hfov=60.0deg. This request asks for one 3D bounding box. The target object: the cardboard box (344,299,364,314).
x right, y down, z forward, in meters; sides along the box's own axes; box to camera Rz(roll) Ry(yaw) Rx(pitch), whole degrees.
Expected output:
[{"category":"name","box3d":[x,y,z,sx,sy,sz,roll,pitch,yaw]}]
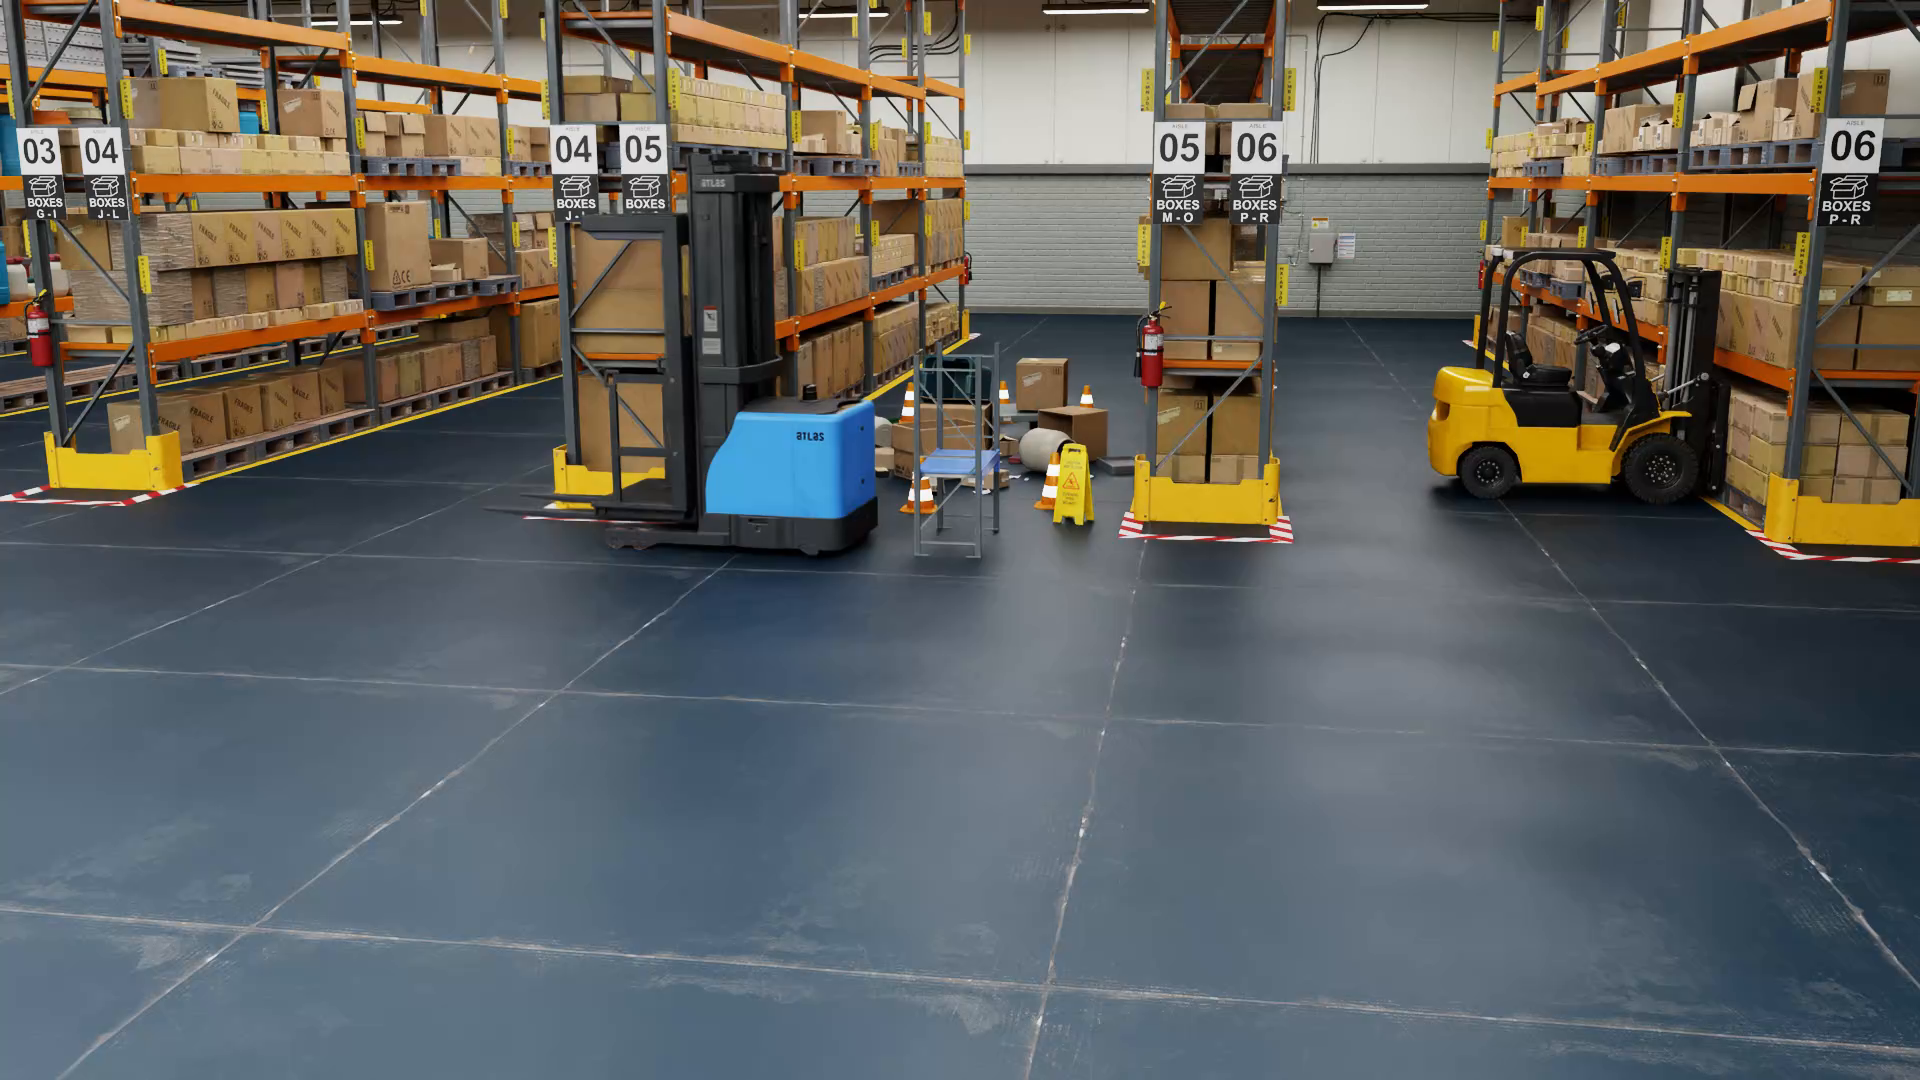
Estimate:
[{"category":"cardboard box","box3d":[-6.895,-2.604,18.551,0.380,0.149,0.250,2,12,9]}]

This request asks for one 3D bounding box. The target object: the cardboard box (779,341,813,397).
[{"category":"cardboard box","box3d":[-2.260,-1.837,18.739,1.050,0.750,0.750,2,12,8]}]

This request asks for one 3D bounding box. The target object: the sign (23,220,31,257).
[{"category":"sign","box3d":[-8.313,-2.691,14.860,0.100,0.325,0.005,2,12,9]}]

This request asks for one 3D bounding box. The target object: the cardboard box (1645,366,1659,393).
[{"category":"cardboard box","box3d":[7.614,-1.453,17.255,0.875,0.625,0.625,2,12,11]}]

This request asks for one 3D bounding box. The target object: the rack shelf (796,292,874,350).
[{"category":"rack shelf","box3d":[-1.959,-2.664,19.940,1.077,0.370,4.000,2,12,9]}]

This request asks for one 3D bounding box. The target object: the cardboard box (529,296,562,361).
[{"category":"cardboard box","box3d":[-6.266,-3.108,24.343,1.225,0.875,0.875,2,12,9]}]

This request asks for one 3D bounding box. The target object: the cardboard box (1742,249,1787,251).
[{"category":"cardboard box","box3d":[7.794,-2.735,16.079,0.380,0.149,0.250,2,12,9]}]

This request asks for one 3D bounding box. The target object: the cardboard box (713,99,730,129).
[{"category":"cardboard box","box3d":[-2.400,-3.862,15.088,0.500,0.250,0.500,2,12,8]}]

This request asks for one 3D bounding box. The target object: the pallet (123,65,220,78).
[{"category":"pallet","box3d":[-11.290,-6.568,23.506,1.213,0.211,1.003,2,12,9]}]

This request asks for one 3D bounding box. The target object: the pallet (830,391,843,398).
[{"category":"pallet","box3d":[-2.037,-1.654,20.165,1.003,0.211,1.213,2,12,9]}]

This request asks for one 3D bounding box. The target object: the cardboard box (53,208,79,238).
[{"category":"cardboard box","box3d":[-15.359,-5.394,28.293,0.500,0.500,0.500,2,12,10]}]

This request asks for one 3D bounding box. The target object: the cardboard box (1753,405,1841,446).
[{"category":"cardboard box","box3d":[6.692,-0.923,13.311,0.500,0.250,0.500,2,12,11]}]

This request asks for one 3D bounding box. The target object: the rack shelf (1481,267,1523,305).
[{"category":"rack shelf","box3d":[9.083,-4.029,26.278,1.077,0.370,4.000,2,12,9]}]

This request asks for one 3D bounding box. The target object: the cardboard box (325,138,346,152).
[{"category":"cardboard box","box3d":[-6.917,-4.292,18.076,0.380,0.149,0.250,2,12,10]}]

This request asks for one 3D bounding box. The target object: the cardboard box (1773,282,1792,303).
[{"category":"cardboard box","box3d":[6.716,-1.968,13.229,0.380,0.149,0.250,2,12,10]}]

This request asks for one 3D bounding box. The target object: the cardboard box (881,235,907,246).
[{"category":"cardboard box","box3d":[-0.988,-4.438,24.654,0.380,0.149,0.250,1,12,7]}]

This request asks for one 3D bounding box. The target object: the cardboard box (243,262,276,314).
[{"category":"cardboard box","box3d":[-7.489,-2.570,16.856,0.875,0.500,0.500,2,12,9]}]

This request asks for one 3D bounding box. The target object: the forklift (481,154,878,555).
[{"category":"forklift","box3d":[-2.227,-1.459,12.807,3.031,2.935,1.130,3,12,13]}]

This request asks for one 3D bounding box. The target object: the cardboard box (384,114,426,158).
[{"category":"cardboard box","box3d":[-6.838,-4.794,19.754,0.797,0.503,0.637,2,12,11]}]

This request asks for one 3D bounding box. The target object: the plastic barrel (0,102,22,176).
[{"category":"plastic barrel","box3d":[-11.981,-5.038,20.939,0.600,0.901,0.708,2,12,9]}]

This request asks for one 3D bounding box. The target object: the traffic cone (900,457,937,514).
[{"category":"traffic cone","box3d":[-0.333,-0.483,14.137,0.336,0.463,0.334,2,12,9]}]

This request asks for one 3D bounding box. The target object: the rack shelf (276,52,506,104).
[{"category":"rack shelf","box3d":[-6.845,-5.582,20.194,1.077,0.370,4.000,2,12,9]}]

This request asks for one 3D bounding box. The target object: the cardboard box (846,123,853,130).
[{"category":"cardboard box","box3d":[-1.669,-5.682,23.064,0.396,0.266,0.258,2,12,9]}]

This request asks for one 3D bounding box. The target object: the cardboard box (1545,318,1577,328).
[{"category":"cardboard box","box3d":[8.434,-3.028,23.319,0.380,0.149,0.250,2,12,8]}]

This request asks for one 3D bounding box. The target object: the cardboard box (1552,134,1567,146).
[{"category":"cardboard box","box3d":[8.117,-5.337,22.176,0.380,0.149,0.250,2,12,9]}]

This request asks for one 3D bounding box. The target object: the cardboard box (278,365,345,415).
[{"category":"cardboard box","box3d":[-7.253,-1.682,18.615,0.500,0.500,0.500,1,12,7]}]

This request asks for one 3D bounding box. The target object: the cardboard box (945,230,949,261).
[{"category":"cardboard box","box3d":[-0.476,-4.873,27.541,0.500,0.500,0.500,3,12,11]}]

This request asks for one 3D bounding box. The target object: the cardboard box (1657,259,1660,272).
[{"category":"cardboard box","box3d":[7.490,-2.847,17.308,0.380,0.149,0.250,2,12,9]}]

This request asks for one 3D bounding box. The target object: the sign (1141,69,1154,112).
[{"category":"sign","box3d":[1.479,-3.548,13.116,0.100,0.325,0.005,2,12,9]}]

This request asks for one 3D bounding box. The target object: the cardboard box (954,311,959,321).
[{"category":"cardboard box","box3d":[-0.220,-3.935,29.196,0.380,0.149,0.250,2,12,7]}]

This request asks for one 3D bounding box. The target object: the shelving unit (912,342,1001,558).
[{"category":"shelving unit","box3d":[-0.013,-0.715,12.753,0.538,1.500,1.048,2,12,9]}]

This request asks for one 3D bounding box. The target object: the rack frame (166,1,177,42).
[{"category":"rack frame","box3d":[-15.095,-8.533,31.228,1.000,3.000,0.127,2,12,9]}]

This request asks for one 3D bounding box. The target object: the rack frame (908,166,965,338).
[{"category":"rack frame","box3d":[-0.421,-5.097,29.524,1.000,3.000,0.127,2,12,9]}]

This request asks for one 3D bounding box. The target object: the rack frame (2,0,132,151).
[{"category":"rack frame","box3d":[-7.767,-4.881,14.280,1.000,3.000,0.127,2,12,9]}]

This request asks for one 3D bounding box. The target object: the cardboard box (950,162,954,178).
[{"category":"cardboard box","box3d":[-0.391,-6.177,27.773,0.500,0.250,0.500,2,12,11]}]

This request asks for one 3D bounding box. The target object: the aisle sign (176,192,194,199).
[{"category":"aisle sign","box3d":[-14.781,-6.875,31.606,0.394,0.787,0.004,2,12,9]}]

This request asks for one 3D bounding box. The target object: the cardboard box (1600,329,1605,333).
[{"category":"cardboard box","box3d":[8.701,-2.749,22.028,0.380,0.149,0.250,2,12,7]}]

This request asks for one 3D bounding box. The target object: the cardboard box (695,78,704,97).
[{"category":"cardboard box","box3d":[-2.438,-3.918,14.404,0.380,0.149,0.250,2,12,8]}]

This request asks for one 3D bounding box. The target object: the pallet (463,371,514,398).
[{"category":"pallet","box3d":[-6.659,-2.088,22.179,1.003,0.211,1.213,2,12,9]}]

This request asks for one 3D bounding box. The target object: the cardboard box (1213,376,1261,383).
[{"category":"cardboard box","box3d":[2.586,-1.232,15.338,0.500,0.500,0.500,2,12,10]}]

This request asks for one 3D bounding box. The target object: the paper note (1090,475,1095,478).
[{"category":"paper note","box3d":[1.197,-0.610,15.751,0.142,0.019,0.148,-2,12,-11]}]

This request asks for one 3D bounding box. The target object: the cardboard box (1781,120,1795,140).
[{"category":"cardboard box","box3d":[6.757,-3.247,13.181,0.380,0.149,0.250,2,12,7]}]

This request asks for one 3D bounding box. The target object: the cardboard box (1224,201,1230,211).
[{"category":"cardboard box","box3d":[4.175,-5.037,25.095,0.380,0.149,0.250,2,12,8]}]

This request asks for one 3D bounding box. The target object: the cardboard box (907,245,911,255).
[{"category":"cardboard box","box3d":[-0.942,-4.348,24.942,0.380,0.149,0.250,2,12,9]}]

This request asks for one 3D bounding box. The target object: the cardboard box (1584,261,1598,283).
[{"category":"cardboard box","box3d":[7.826,-3.220,19.982,0.500,0.250,0.500,2,12,9]}]

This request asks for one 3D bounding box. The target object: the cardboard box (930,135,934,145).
[{"category":"cardboard box","box3d":[-0.610,-6.312,26.263,0.380,0.149,0.250,2,12,7]}]

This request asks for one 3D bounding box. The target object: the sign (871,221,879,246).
[{"category":"sign","box3d":[-1.103,-3.980,21.594,0.100,0.325,0.005,2,12,9]}]

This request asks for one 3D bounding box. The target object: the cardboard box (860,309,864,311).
[{"category":"cardboard box","box3d":[-1.645,-3.143,23.614,0.500,0.250,0.500,2,12,10]}]

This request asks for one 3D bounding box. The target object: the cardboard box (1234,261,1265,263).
[{"category":"cardboard box","box3d":[2.817,-2.553,16.778,0.500,0.500,0.500,2,12,7]}]

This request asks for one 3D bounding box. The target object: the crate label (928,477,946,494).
[{"category":"crate label","box3d":[-0.273,-0.490,14.940,0.250,0.136,0.298,-5,13,-21]}]

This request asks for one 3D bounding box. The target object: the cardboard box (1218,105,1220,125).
[{"category":"cardboard box","box3d":[2.304,-3.481,13.607,0.380,0.149,0.250,2,12,8]}]

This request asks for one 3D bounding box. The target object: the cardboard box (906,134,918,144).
[{"category":"cardboard box","box3d":[-0.752,-6.149,25.510,0.380,0.149,0.250,2,12,8]}]

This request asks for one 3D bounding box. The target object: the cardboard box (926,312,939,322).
[{"category":"cardboard box","box3d":[-0.550,-3.647,27.153,0.380,0.149,0.250,2,12,10]}]

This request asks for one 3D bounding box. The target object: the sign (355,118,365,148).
[{"category":"sign","box3d":[-6.615,-4.484,18.331,0.100,0.325,0.005,2,12,9]}]

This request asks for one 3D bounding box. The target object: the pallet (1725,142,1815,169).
[{"category":"pallet","box3d":[7.249,-3.291,14.234,1.003,0.211,1.213,2,12,9]}]

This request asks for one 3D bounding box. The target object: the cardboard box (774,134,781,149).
[{"category":"cardboard box","box3d":[-2.045,-4.058,16.945,0.380,0.149,0.250,2,12,10]}]
